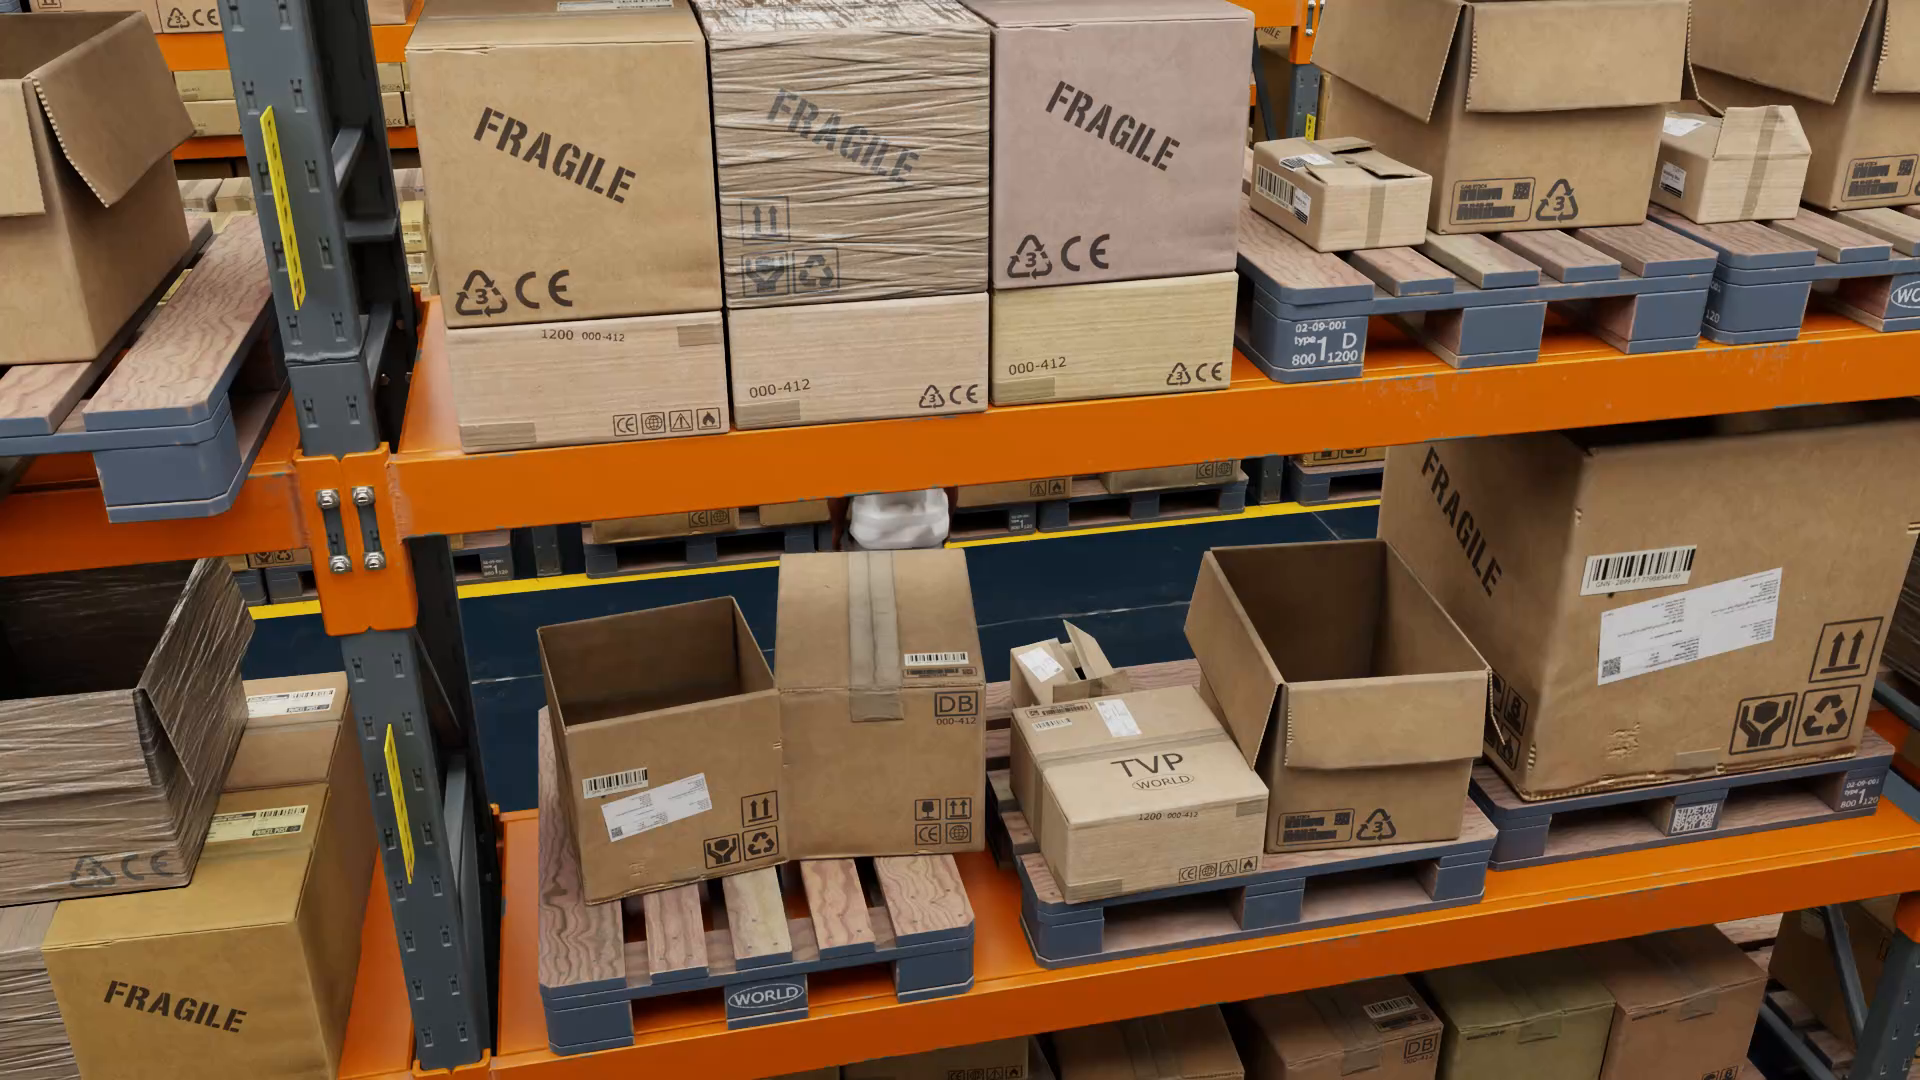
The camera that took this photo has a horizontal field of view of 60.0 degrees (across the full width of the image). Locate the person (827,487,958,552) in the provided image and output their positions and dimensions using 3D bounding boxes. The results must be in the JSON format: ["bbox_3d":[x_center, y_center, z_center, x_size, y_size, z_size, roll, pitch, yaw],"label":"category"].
[{"bbox_3d":[-0.285,-0.039,7.187,0.575,1.747,0.390,-5,27,-10],"label":"person"}]
